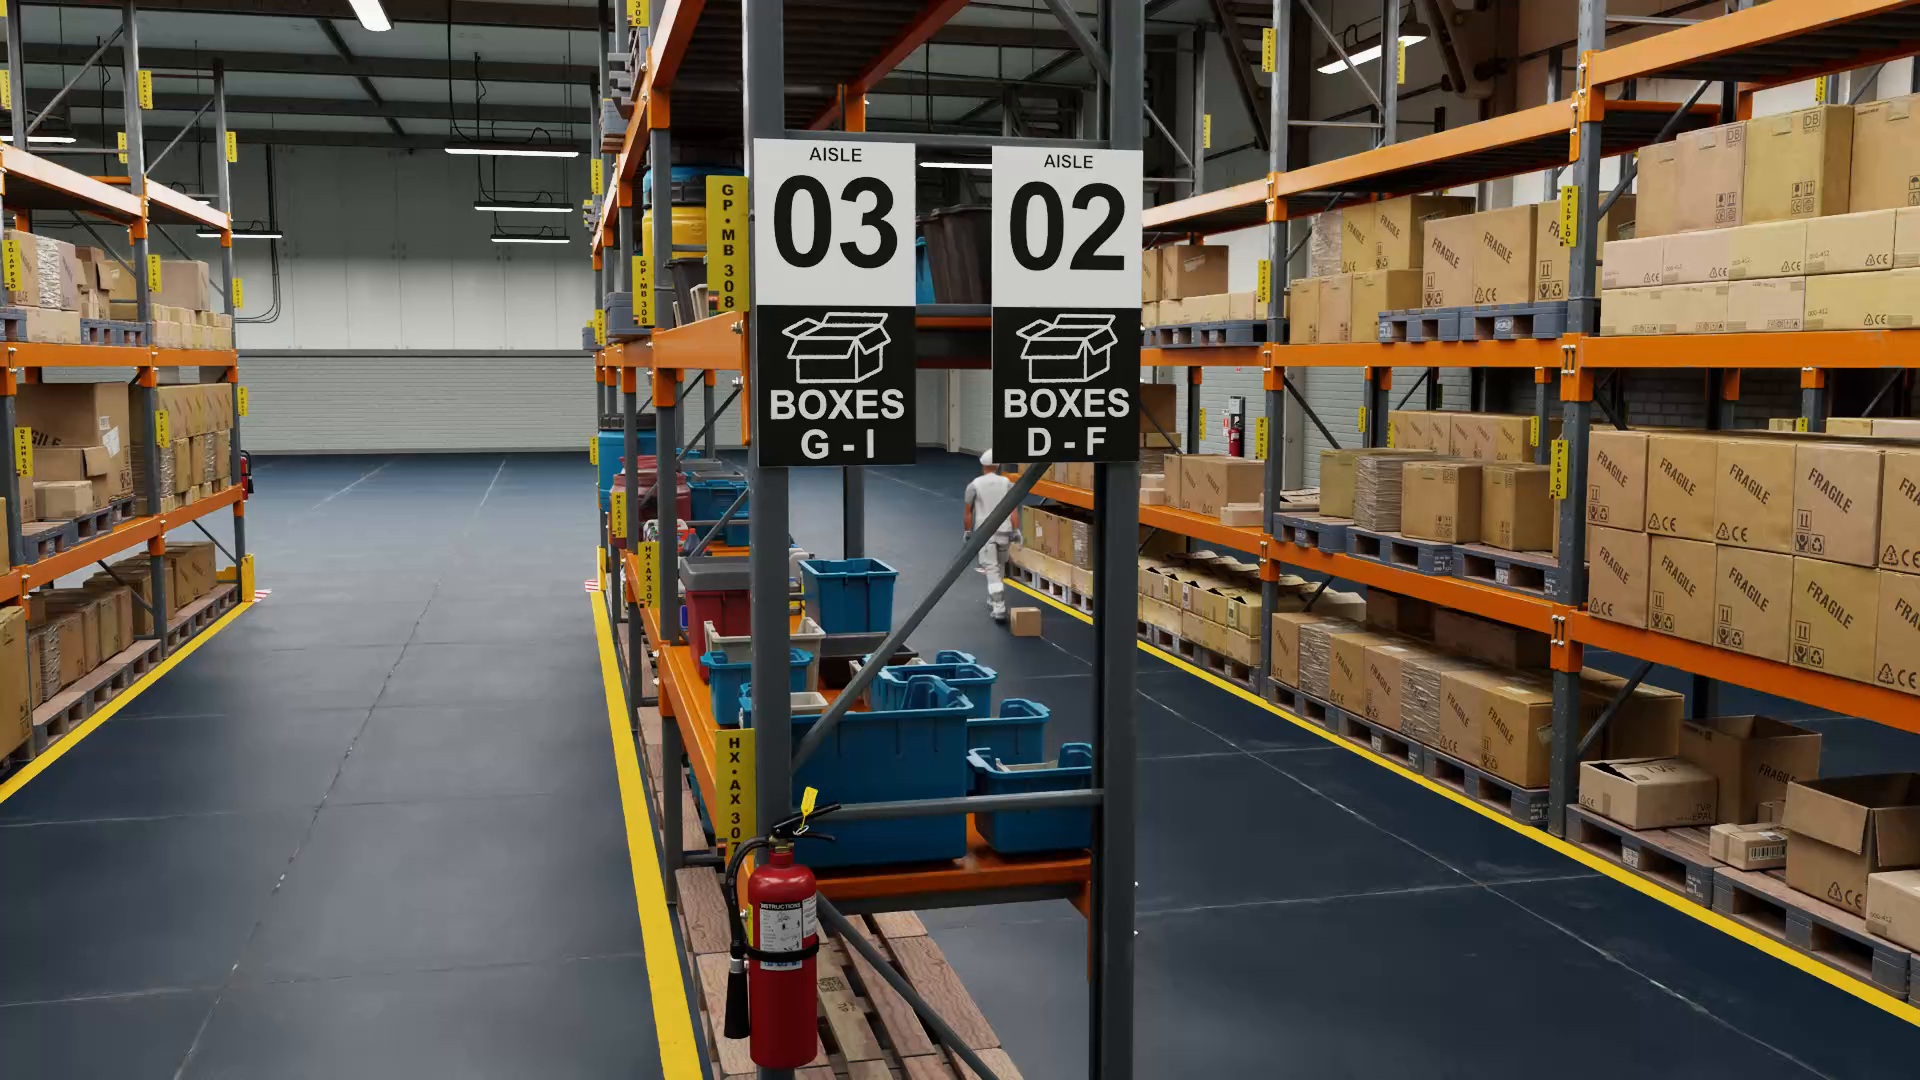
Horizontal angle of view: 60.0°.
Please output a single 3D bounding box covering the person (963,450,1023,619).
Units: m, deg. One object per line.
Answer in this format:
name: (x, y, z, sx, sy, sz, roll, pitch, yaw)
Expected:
person: (0.319, -0.082, 17.468, 0.577, 1.721, 1.008, -2, 6, -14)
